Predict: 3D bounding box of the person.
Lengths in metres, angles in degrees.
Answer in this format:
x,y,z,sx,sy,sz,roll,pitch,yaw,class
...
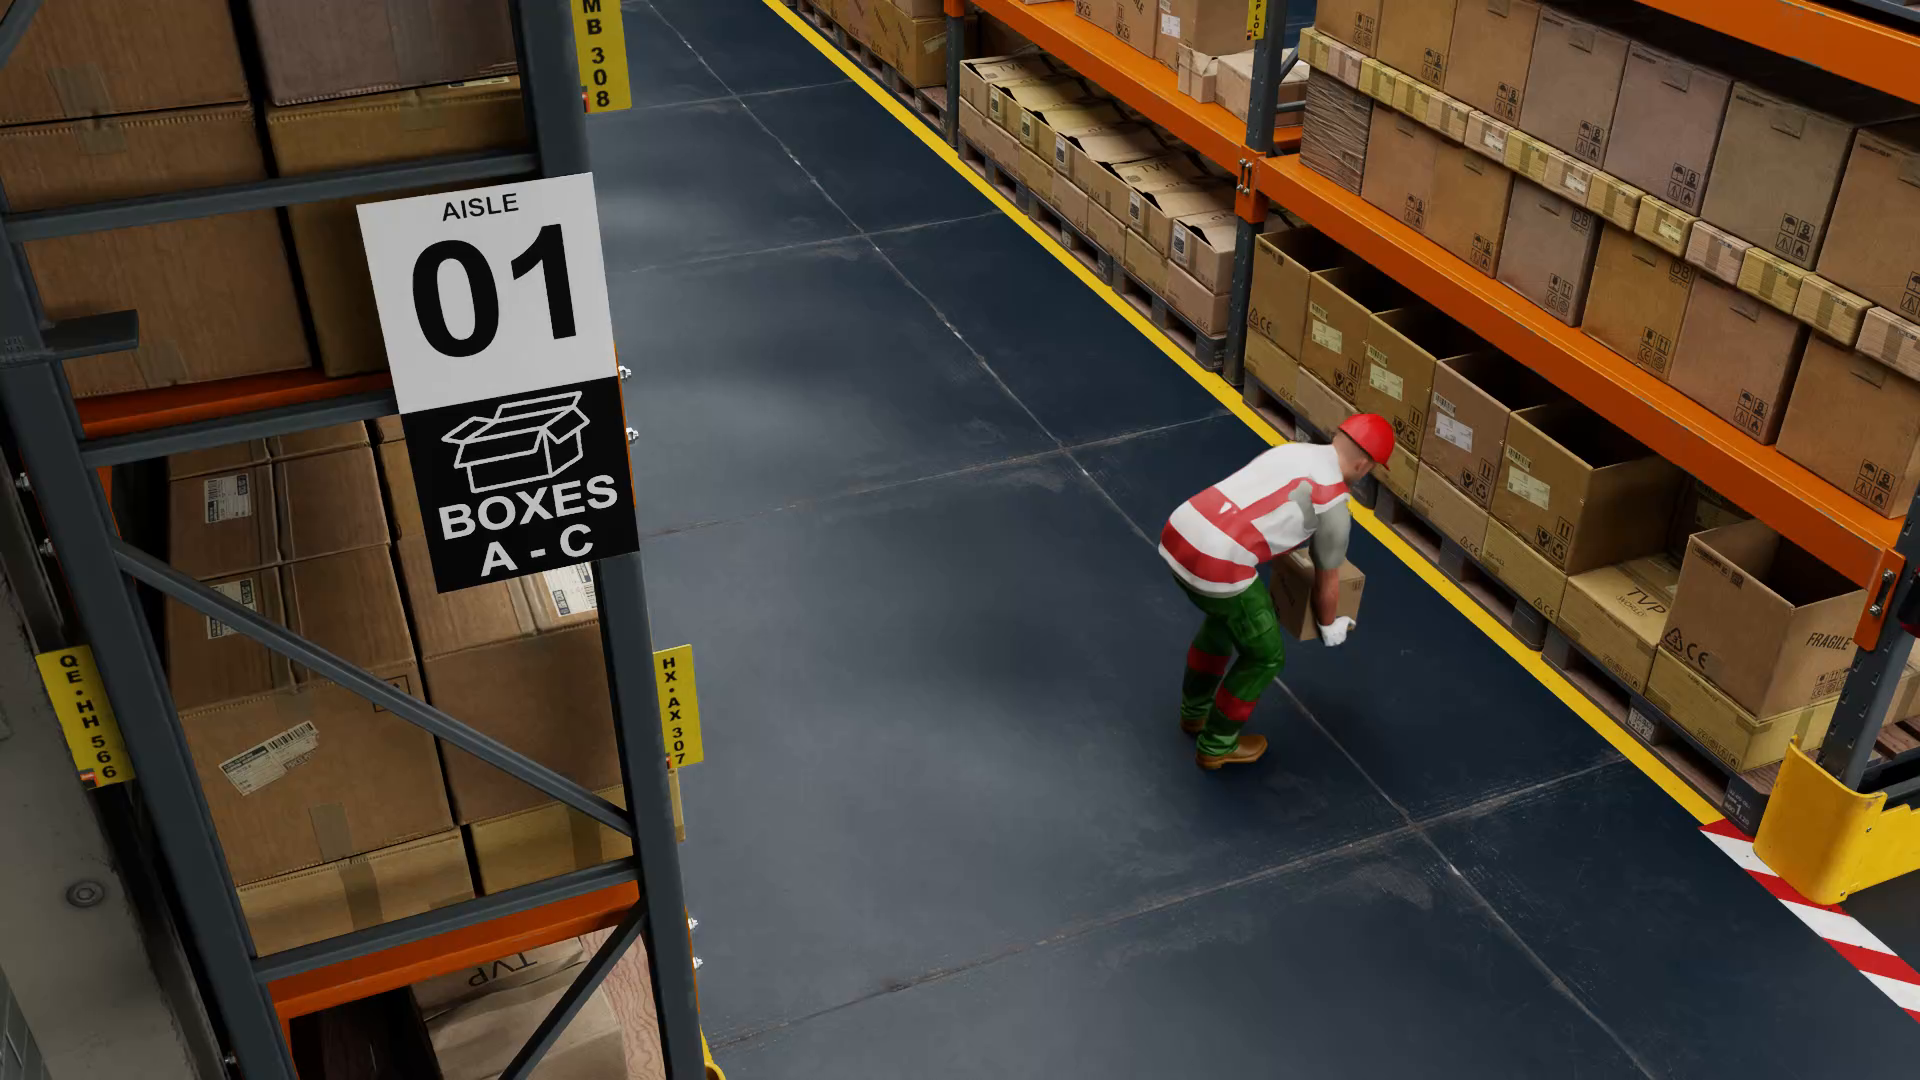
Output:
x,y,z,sx,sy,sz,roll,pitch,yaw,class
1.177,0.183,6.264,0.909,1.319,0.497,-14,36,-20,person
